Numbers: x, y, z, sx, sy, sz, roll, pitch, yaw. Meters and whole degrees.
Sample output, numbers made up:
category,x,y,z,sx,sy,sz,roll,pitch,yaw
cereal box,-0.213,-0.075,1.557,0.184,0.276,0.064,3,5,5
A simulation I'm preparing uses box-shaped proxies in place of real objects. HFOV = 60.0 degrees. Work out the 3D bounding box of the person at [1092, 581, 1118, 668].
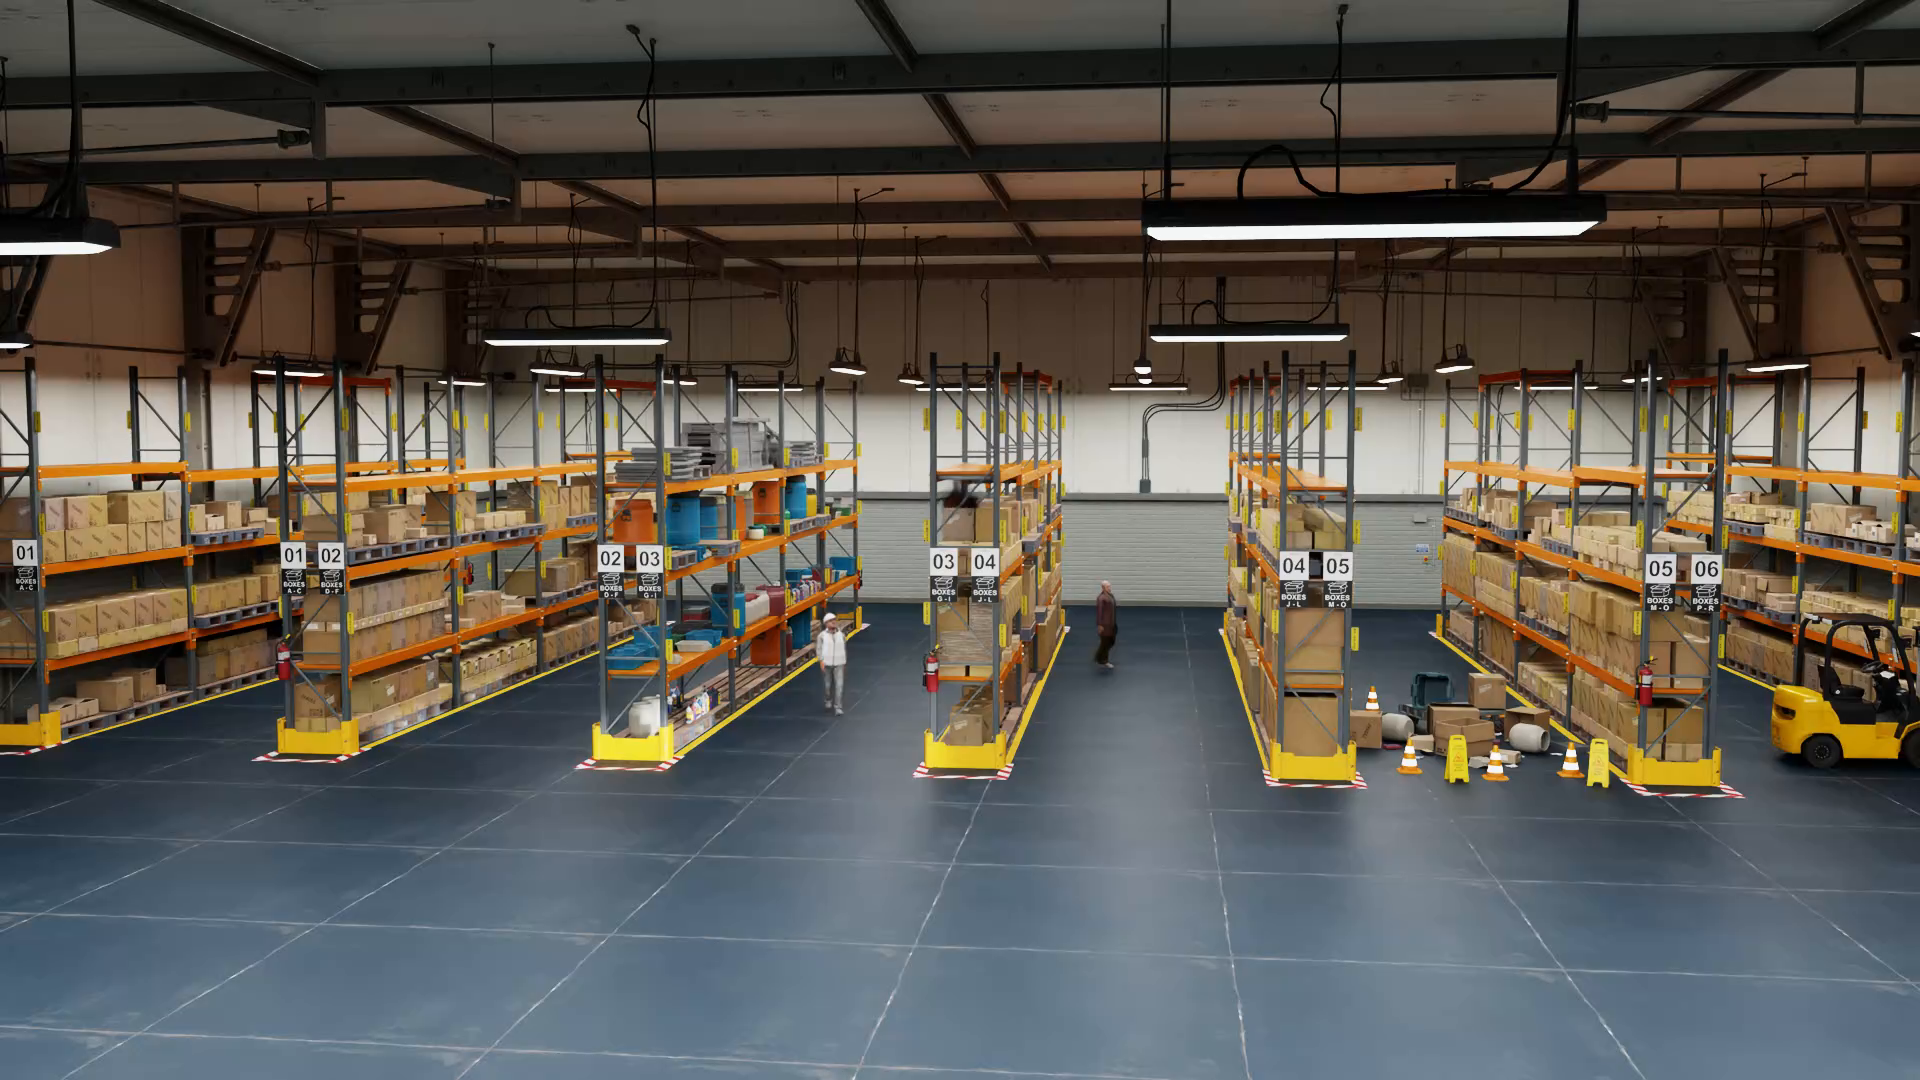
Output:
category,x,y,z,sx,sy,sz,roll,pitch,yaw
person,2.950,1.714,33.880,0.528,1.779,0.648,3,5,32

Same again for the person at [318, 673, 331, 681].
category,x,y,z,sx,sy,sz,roll,pitch,yaw
person,-10.977,2.117,28.680,0.537,1.778,0.723,-1,4,-11

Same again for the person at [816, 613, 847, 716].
category,x,y,z,sx,sy,sz,roll,pitch,yaw
person,-2.198,2.128,28.536,0.537,1.722,1.000,0,4,-6
